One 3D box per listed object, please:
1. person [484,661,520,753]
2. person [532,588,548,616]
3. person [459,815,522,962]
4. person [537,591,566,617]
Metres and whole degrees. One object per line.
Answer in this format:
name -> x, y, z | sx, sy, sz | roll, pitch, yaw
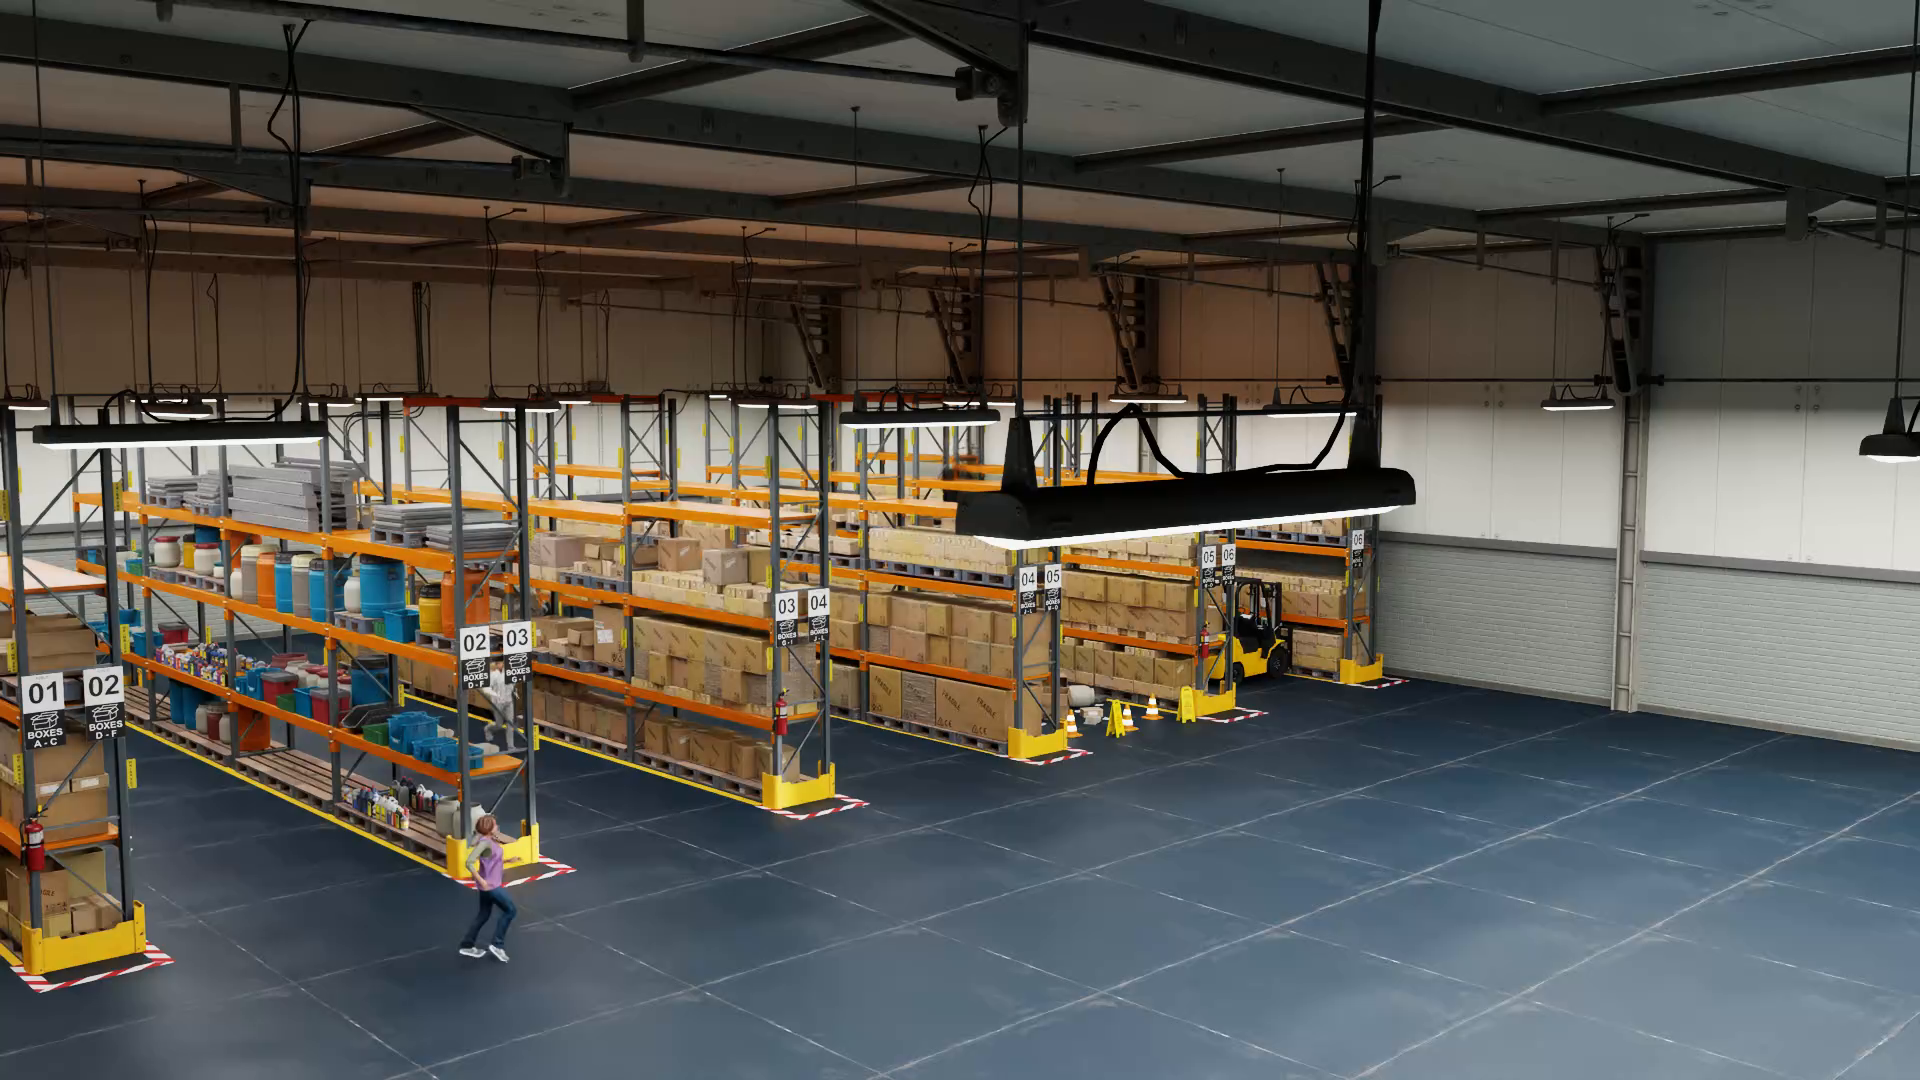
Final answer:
person -> -7.767, 2.763, 28.285 | 0.630, 1.656, 0.949 | -5, 8, -43
person -> -10.339, 1.511, 40.941 | 0.921, 1.724, 0.683 | -1, 6, -7
person -> -5.105, 3.789, 18.066 | 0.691, 1.625, 0.505 | -2, 6, -19
person -> -8.946, 1.964, 36.498 | 0.669, 1.691, 0.821 | -5, 8, -44
